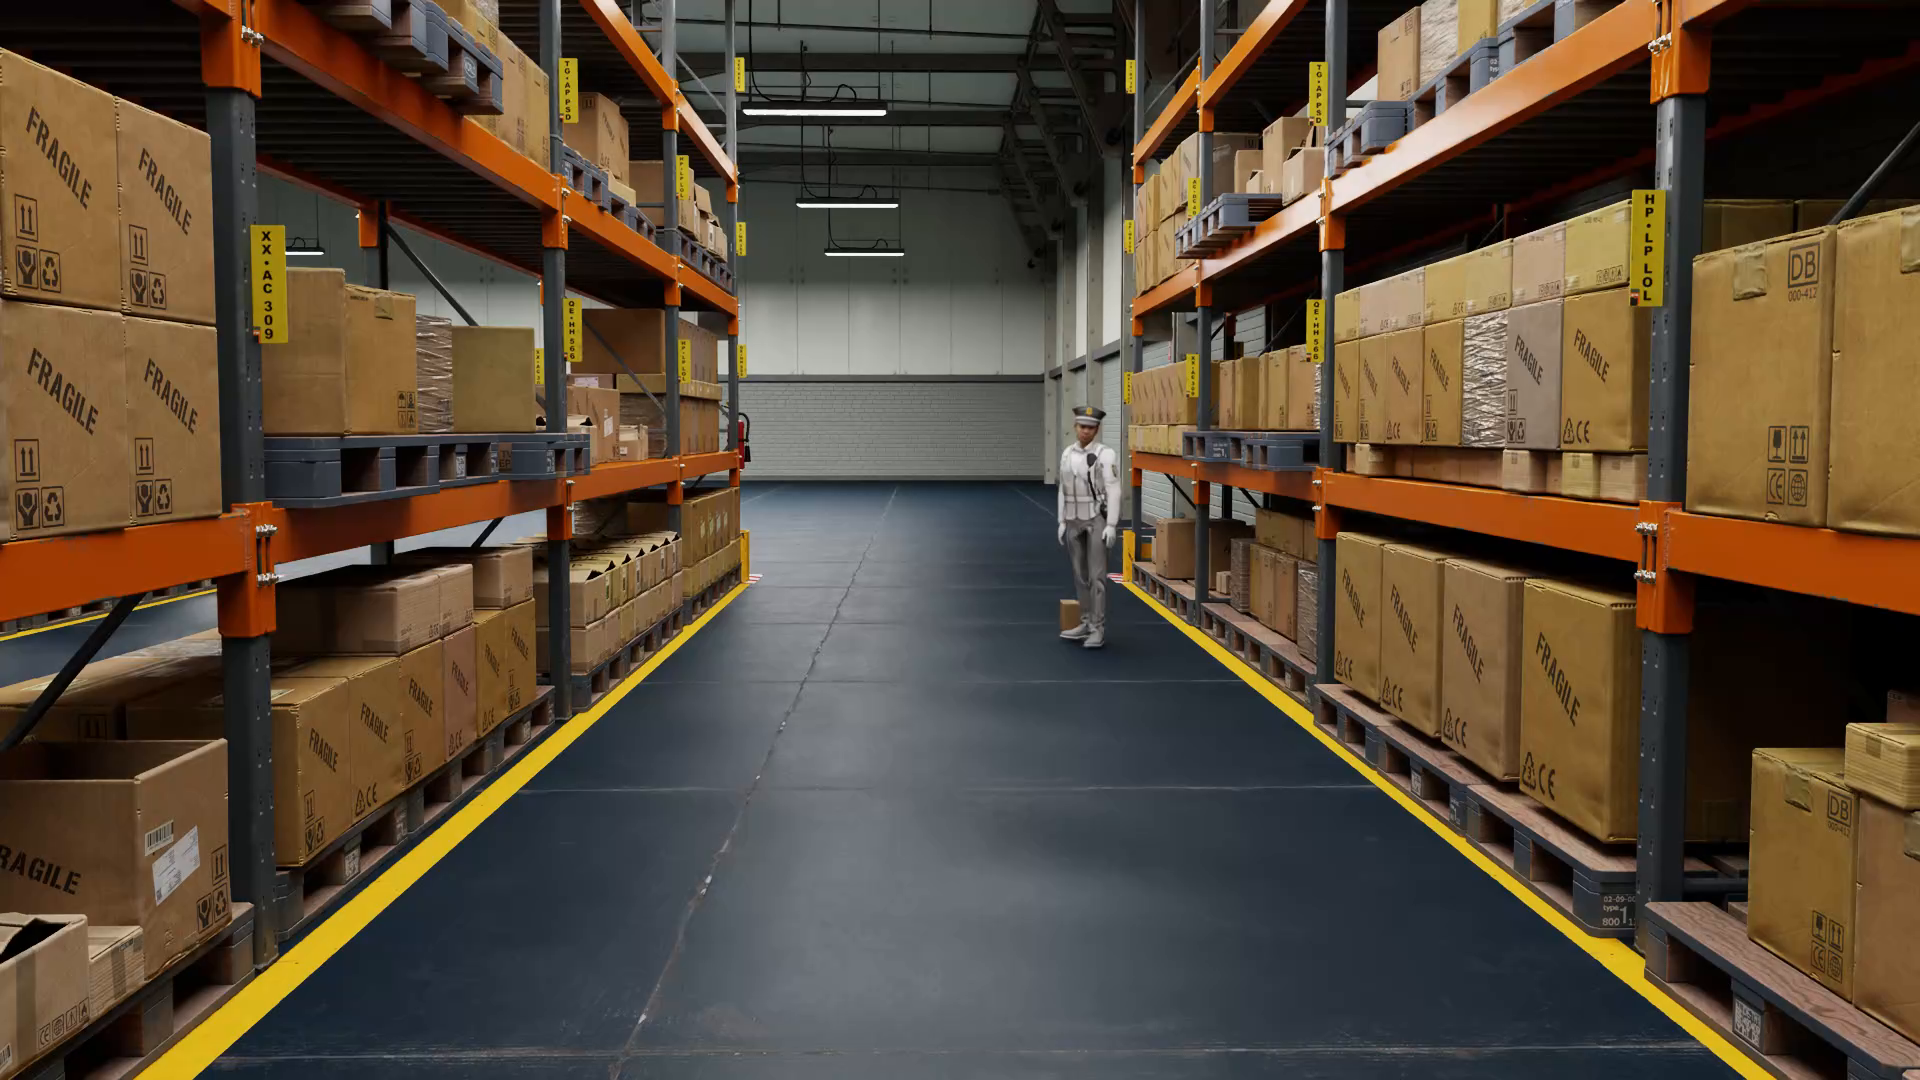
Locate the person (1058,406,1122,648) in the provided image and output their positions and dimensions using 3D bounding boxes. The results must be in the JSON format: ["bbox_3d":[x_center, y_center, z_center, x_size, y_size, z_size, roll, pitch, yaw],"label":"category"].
[{"bbox_3d":[0.891,-0.104,11.714,0.510,1.672,0.475,4,5,42],"label":"person"}]
